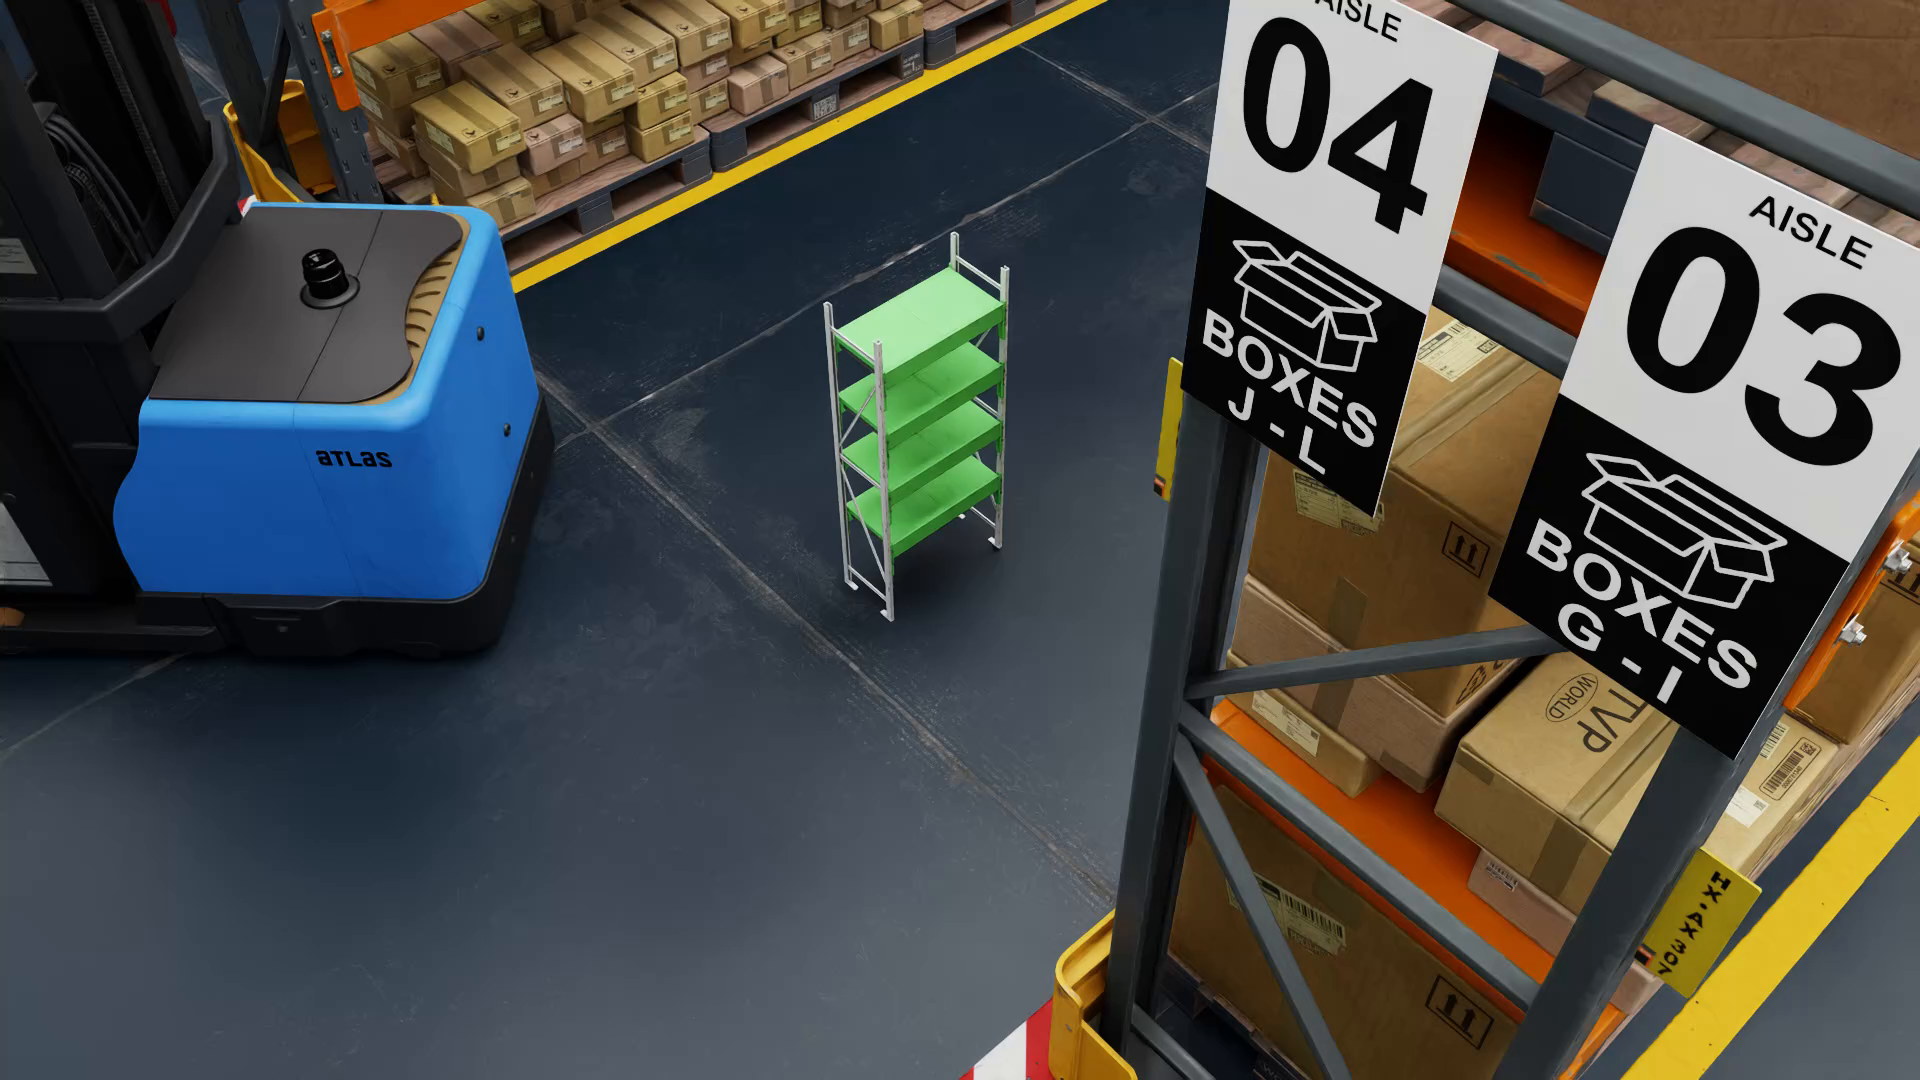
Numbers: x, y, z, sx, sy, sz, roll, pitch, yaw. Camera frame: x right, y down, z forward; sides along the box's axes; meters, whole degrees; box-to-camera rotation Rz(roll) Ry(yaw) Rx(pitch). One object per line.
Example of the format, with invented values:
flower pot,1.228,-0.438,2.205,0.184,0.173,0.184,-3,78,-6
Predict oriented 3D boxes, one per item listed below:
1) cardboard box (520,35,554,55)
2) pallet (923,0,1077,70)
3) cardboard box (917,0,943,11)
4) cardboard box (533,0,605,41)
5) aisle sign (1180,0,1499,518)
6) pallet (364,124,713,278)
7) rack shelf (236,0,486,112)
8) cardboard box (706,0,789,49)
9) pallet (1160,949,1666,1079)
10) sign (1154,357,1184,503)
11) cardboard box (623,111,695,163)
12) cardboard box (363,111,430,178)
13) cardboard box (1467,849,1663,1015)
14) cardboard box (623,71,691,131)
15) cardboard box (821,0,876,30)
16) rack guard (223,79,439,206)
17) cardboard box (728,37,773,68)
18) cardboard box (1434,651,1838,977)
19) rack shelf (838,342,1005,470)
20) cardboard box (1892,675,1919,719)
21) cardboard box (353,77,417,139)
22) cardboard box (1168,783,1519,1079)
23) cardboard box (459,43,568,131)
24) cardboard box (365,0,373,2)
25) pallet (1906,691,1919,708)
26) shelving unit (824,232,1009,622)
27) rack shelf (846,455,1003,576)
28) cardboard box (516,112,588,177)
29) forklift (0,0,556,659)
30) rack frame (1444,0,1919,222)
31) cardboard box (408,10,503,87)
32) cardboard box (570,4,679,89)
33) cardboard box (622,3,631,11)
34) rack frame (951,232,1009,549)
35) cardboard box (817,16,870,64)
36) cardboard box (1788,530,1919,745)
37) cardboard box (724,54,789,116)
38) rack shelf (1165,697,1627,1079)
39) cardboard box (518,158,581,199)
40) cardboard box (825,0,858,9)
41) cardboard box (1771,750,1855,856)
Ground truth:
cardboard box,-1.934,-2.096,7.095,0.250,0.149,0.380,-36,57,-28
pallet,-0.029,-2.827,8.215,1.213,0.211,1.003,-34,56,-27
cardboard box,-0.294,-2.607,7.769,0.250,0.149,0.380,-35,56,-28
cardboard box,-1.729,-2.307,7.086,0.250,0.149,0.380,-36,57,-28
aisle sign,0.491,-0.408,2.317,0.004,0.787,0.394,-34,56,-27
pallet,-1.835,-1.620,7.101,1.213,0.211,1.003,-34,56,-27
rack shelf,-1.036,-2.891,6.866,4.000,0.370,1.077,-34,56,-27
cardboard box,-0.939,-2.259,7.043,0.250,0.149,0.380,-33,55,-27
pallet,1.285,1.109,4.583,1.213,0.211,1.003,-34,56,-27
sign,0.392,-0.174,2.920,0.005,0.325,0.100,-34,56,-27
cardboard box,-1.332,-1.774,7.000,0.250,0.149,0.380,-33,55,-27
cardboard box,-2.266,-1.695,6.927,0.250,0.149,0.380,-33,55,-27
cardboard box,1.231,0.690,3.243,0.250,0.149,0.380,-33,55,-27
cardboard box,-1.330,-1.884,6.899,0.250,0.149,0.380,-32,55,-26
cardboard box,-0.592,-2.460,7.431,0.380,0.149,0.250,36,57,29
rack guard,-2.459,-1.336,6.642,0.348,0.500,1.175,-34,56,-27
cardboard box,-1.025,-2.223,7.212,0.250,0.149,0.380,-31,54,-25
cardboard box,1.283,0.461,3.184,0.500,0.250,0.500,-35,56,-28
rack shelf,-0.122,-0.444,5.104,0.480,0.148,0.258,-34,56,-27
cardboard box,1.990,0.181,3.713,0.250,0.149,0.380,-35,56,-28
cardboard box,-2.317,-1.839,6.857,0.250,0.149,0.380,-35,56,-28
cardboard box,1.166,0.819,4.113,0.875,0.875,0.875,-34,56,-27
cardboard box,-1.776,-1.799,6.618,0.250,0.149,0.380,-33,55,-27
cardboard box,-2.055,-2.043,5.765,0.250,0.149,0.380,-34,56,-27
pallet,3.091,-0.097,5.696,1.213,0.211,1.003,-34,56,-27
shelving unit,-0.122,-0.325,5.234,0.503,1.200,0.258,-34,56,-27
rack shelf,-0.122,-0.119,5.457,0.480,0.148,0.258,-34,56,-27
cardboard box,-1.715,-1.647,6.680,0.250,0.149,0.380,-34,56,-27
forklift,-2.980,-1.011,4.688,3.031,2.935,1.130,2,47,1
rack frame,0.746,-1.433,0.950,0.127,3.000,1.000,-34,56,-27
cardboard box,-2.070,-2.016,6.818,0.250,0.149,0.380,-33,55,-26
cardboard box,-1.376,-2.022,6.824,0.380,0.149,0.250,36,57,29
cardboard box,-1.559,-2.359,7.338,0.250,0.149,0.380,-33,55,-27
rack frame,0.058,-0.446,5.345,0.015,1.200,0.240,-34,56,-27
cardboard box,-0.621,-2.316,7.500,0.250,0.149,0.380,-33,55,-27
cardboard box,1.653,-0.041,3.136,0.500,0.500,0.500,-35,56,-28
cardboard box,-0.965,-2.028,7.234,0.380,0.149,0.250,36,57,29
rack shelf,2.226,-0.144,4.331,4.000,0.370,1.077,-34,56,-27
cardboard box,-1.774,-1.580,6.821,0.250,0.149,0.380,-34,56,-27
cardboard box,-0.560,-2.499,7.264,0.250,0.149,0.380,-36,57,-28
cardboard box,1.609,0.436,3.478,0.250,0.149,0.380,-35,56,-28
